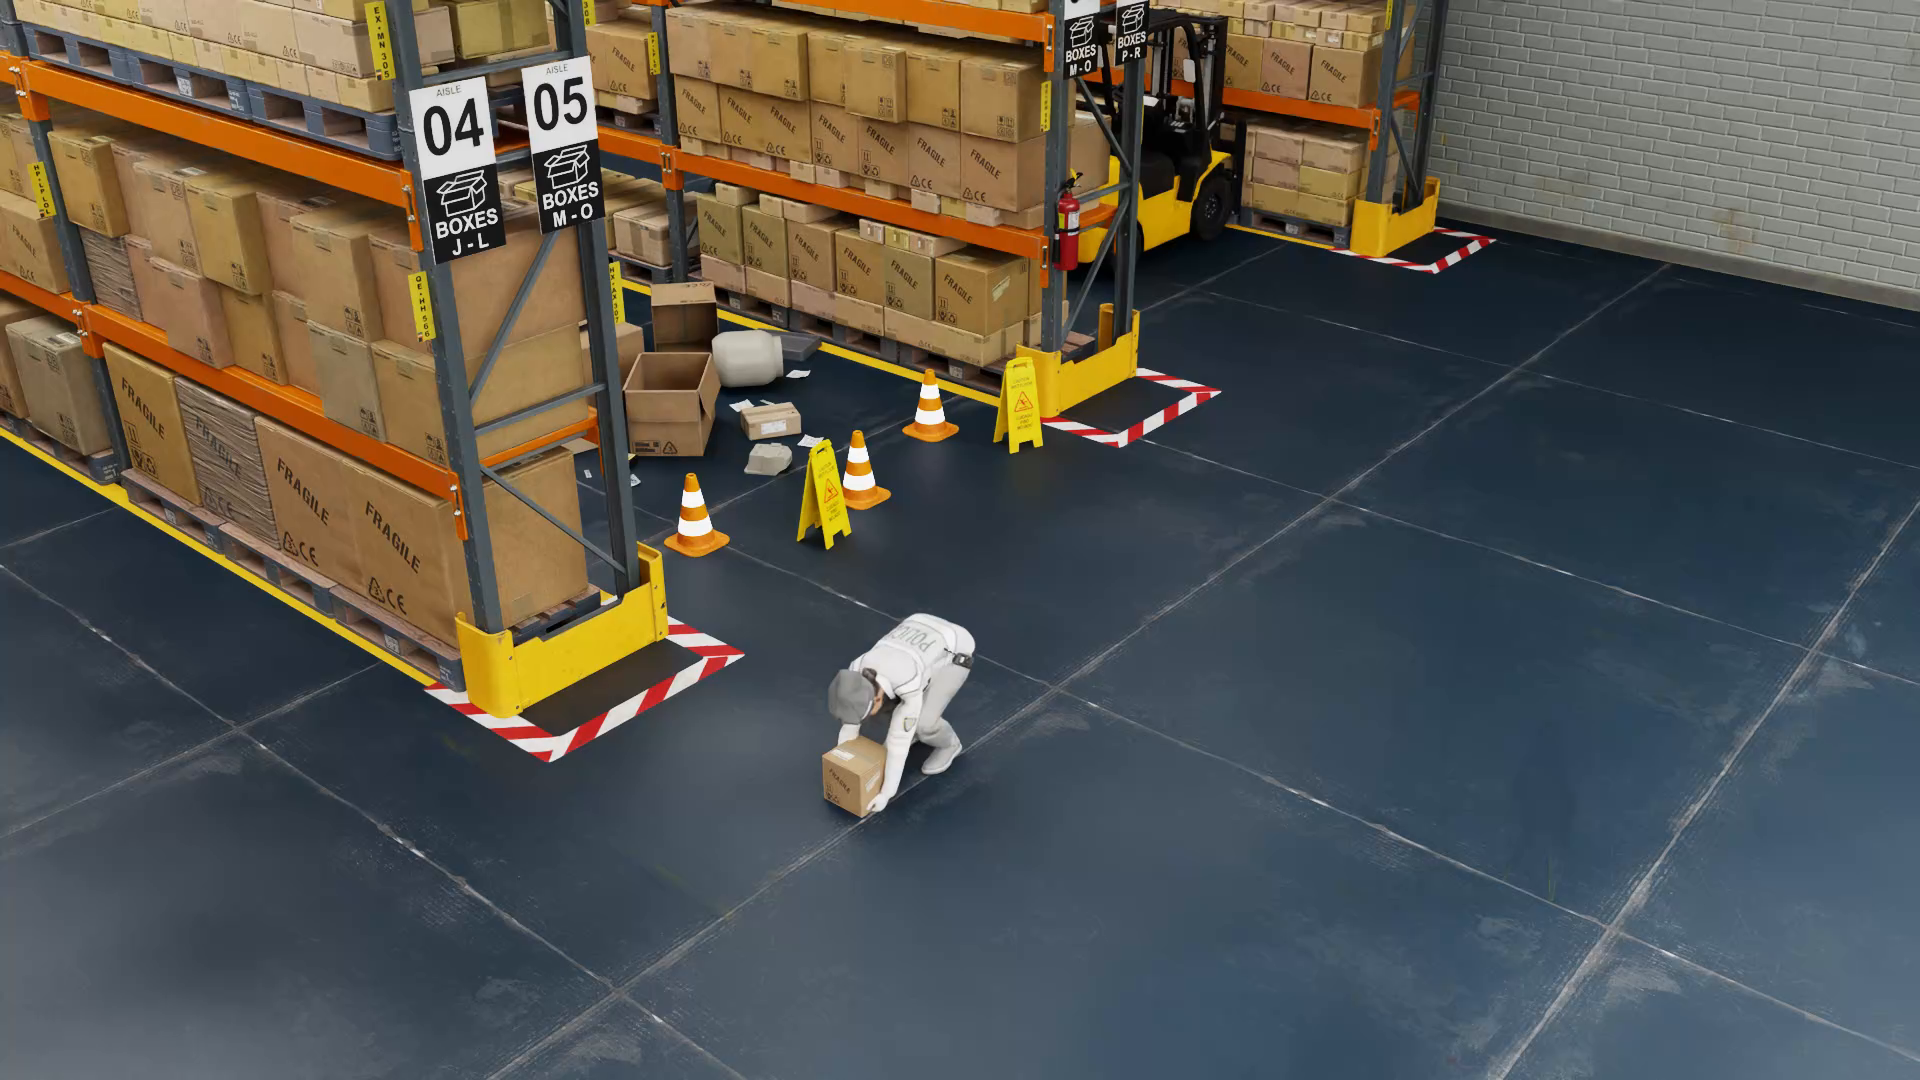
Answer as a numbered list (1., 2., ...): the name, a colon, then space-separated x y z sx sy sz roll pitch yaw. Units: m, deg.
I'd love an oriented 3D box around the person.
1. person: -0.291 0.813 8.074 0.456 0.758 0.915 20 33 33
